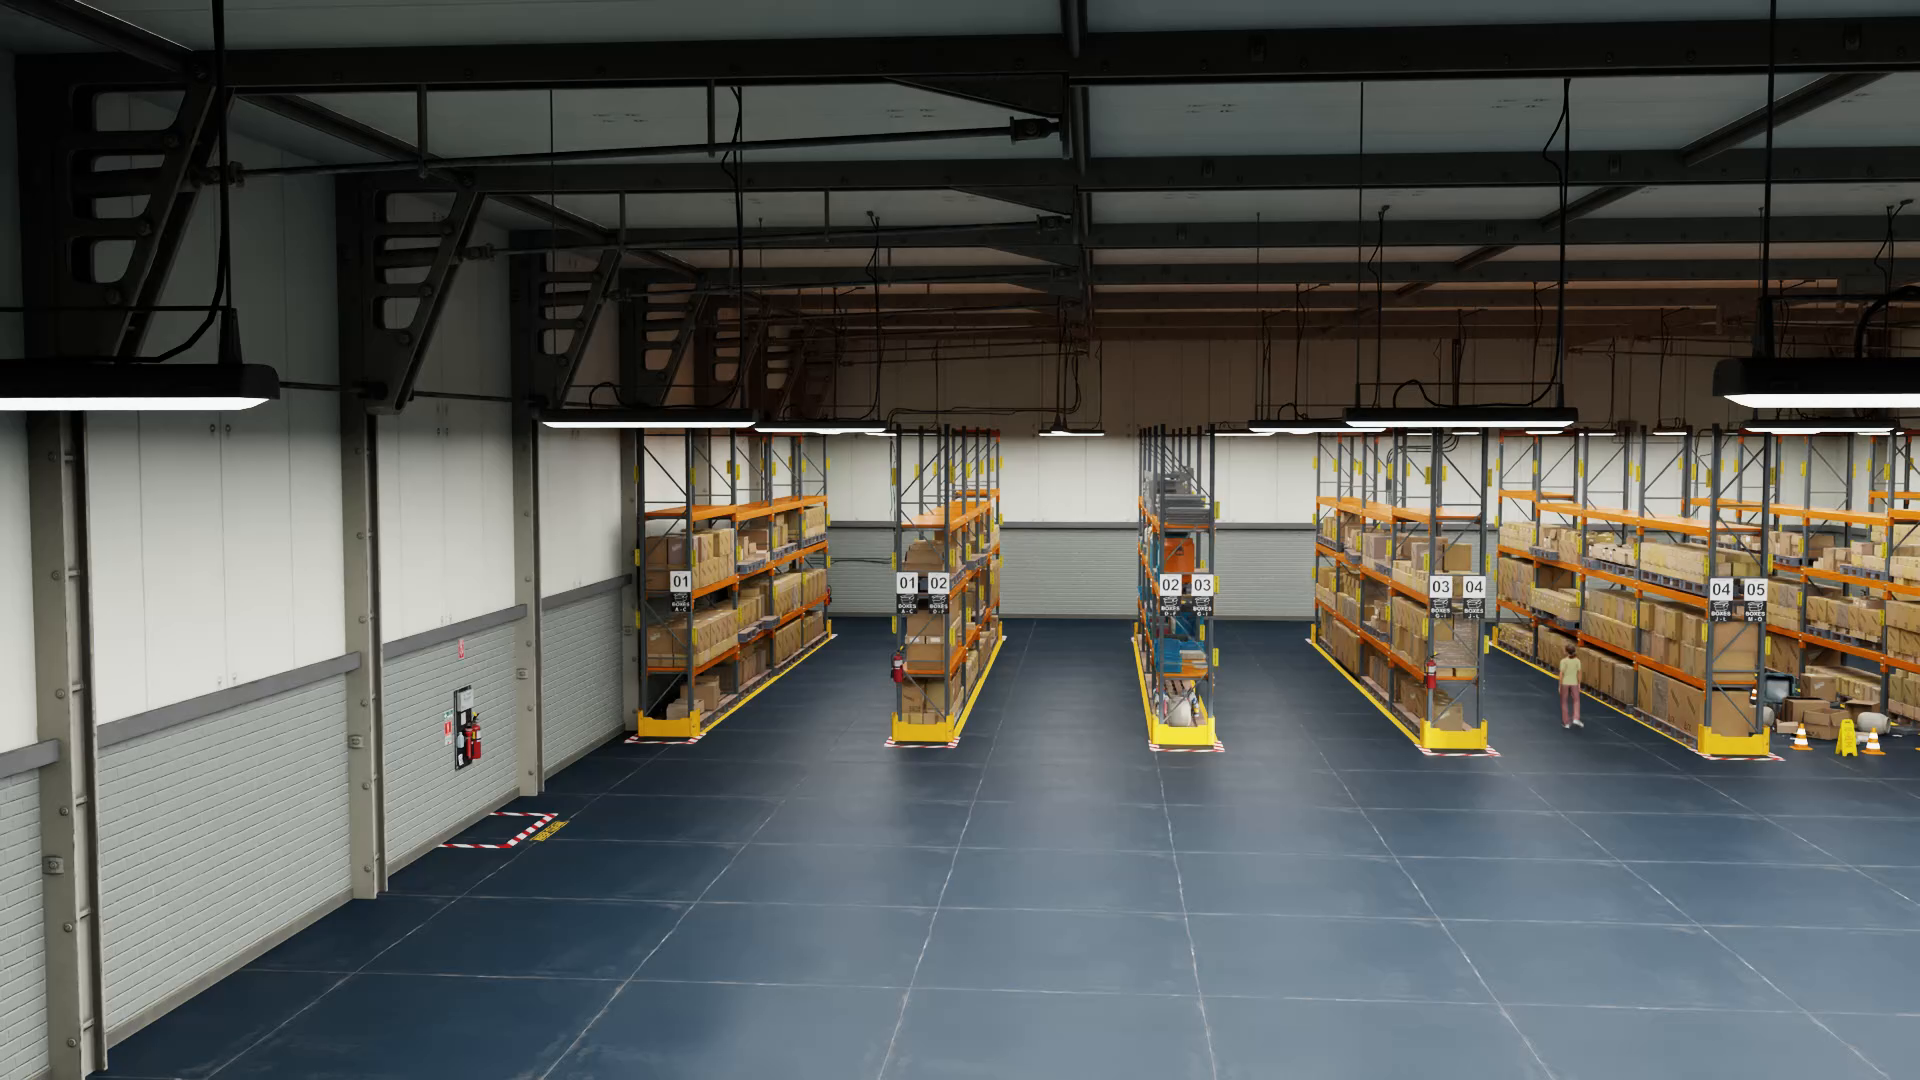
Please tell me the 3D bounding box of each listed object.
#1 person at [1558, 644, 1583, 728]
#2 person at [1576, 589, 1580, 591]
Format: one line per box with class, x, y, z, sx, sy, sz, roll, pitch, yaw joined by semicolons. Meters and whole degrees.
person;12.059;2.893;32.846;0.476;1.669;0.522;0;4;7
person;17.255;2.018;46.378;0.929;1.726;0.512;3;5;40
